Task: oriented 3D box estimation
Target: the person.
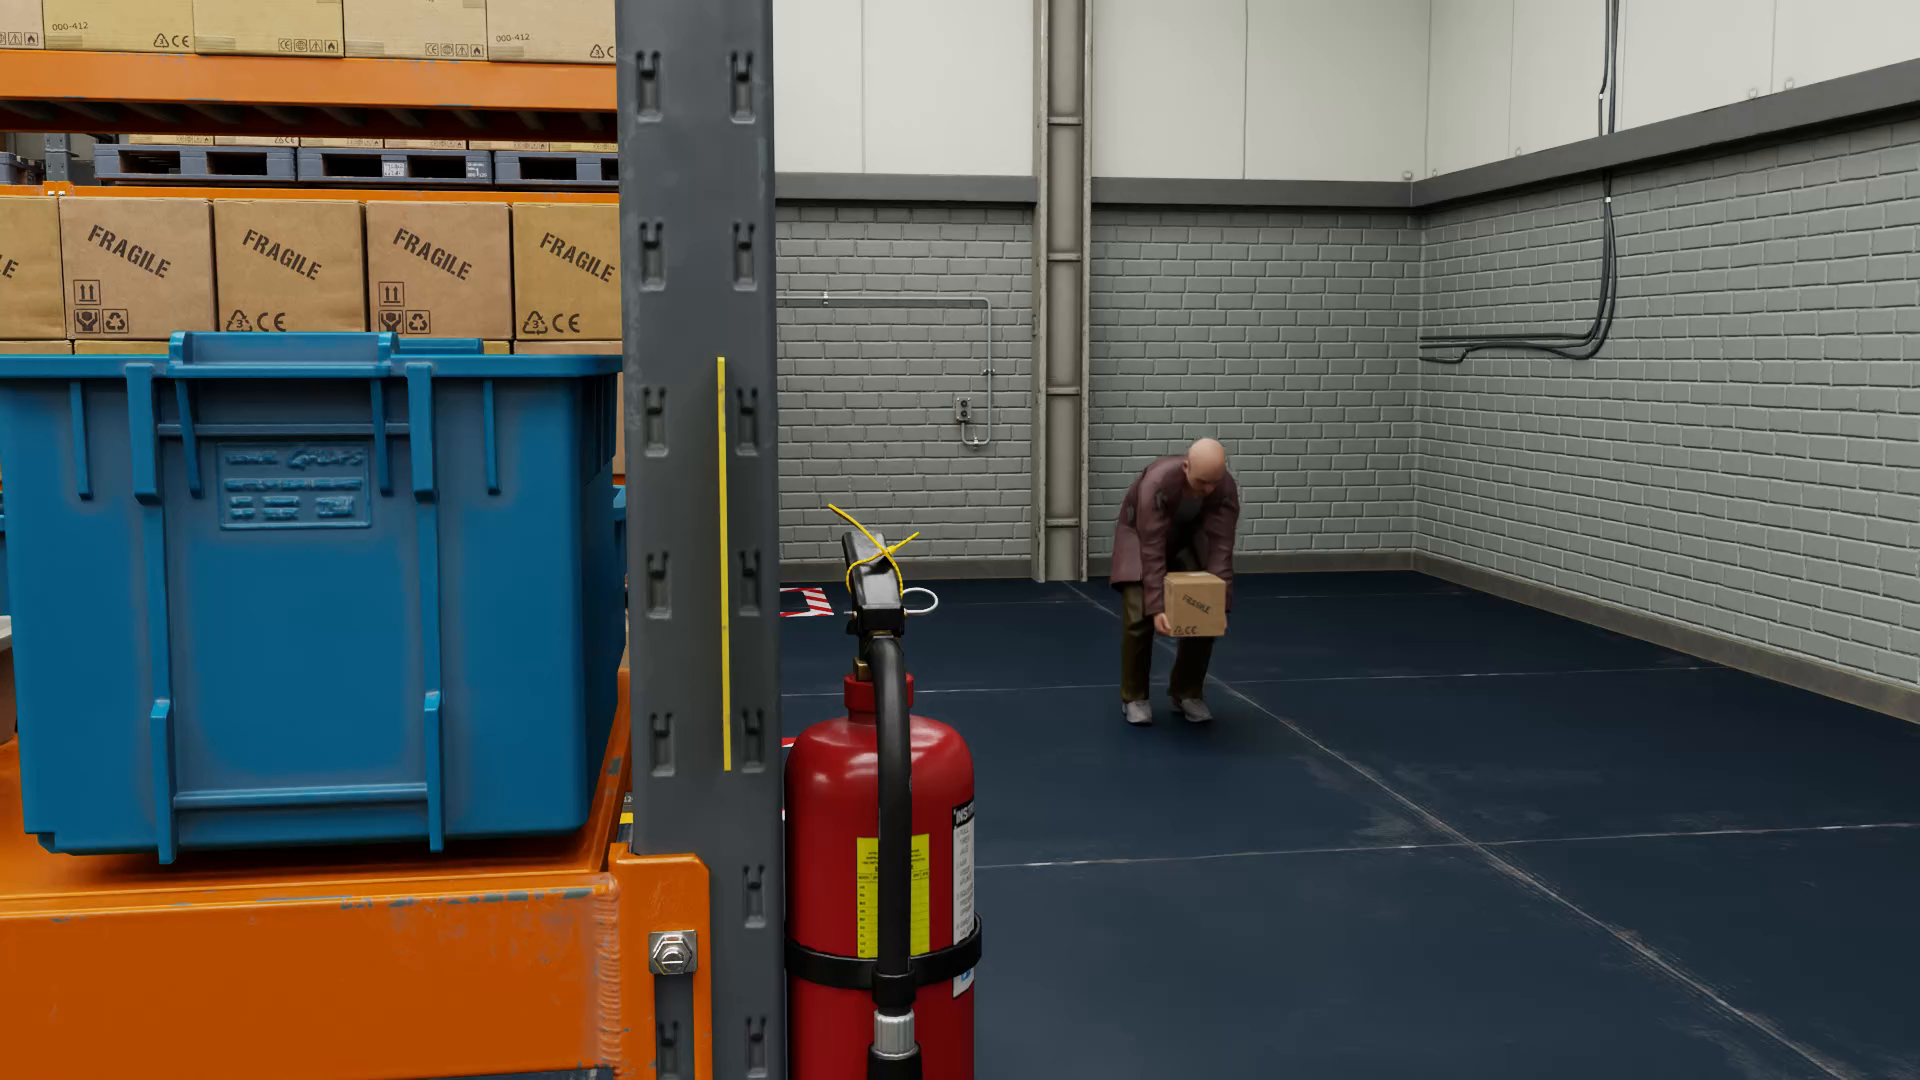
[{"bbox_3d":[1.020,0.209,7.788,0.563,1.361,0.877,-1,6,-11],"label":"person"}]
